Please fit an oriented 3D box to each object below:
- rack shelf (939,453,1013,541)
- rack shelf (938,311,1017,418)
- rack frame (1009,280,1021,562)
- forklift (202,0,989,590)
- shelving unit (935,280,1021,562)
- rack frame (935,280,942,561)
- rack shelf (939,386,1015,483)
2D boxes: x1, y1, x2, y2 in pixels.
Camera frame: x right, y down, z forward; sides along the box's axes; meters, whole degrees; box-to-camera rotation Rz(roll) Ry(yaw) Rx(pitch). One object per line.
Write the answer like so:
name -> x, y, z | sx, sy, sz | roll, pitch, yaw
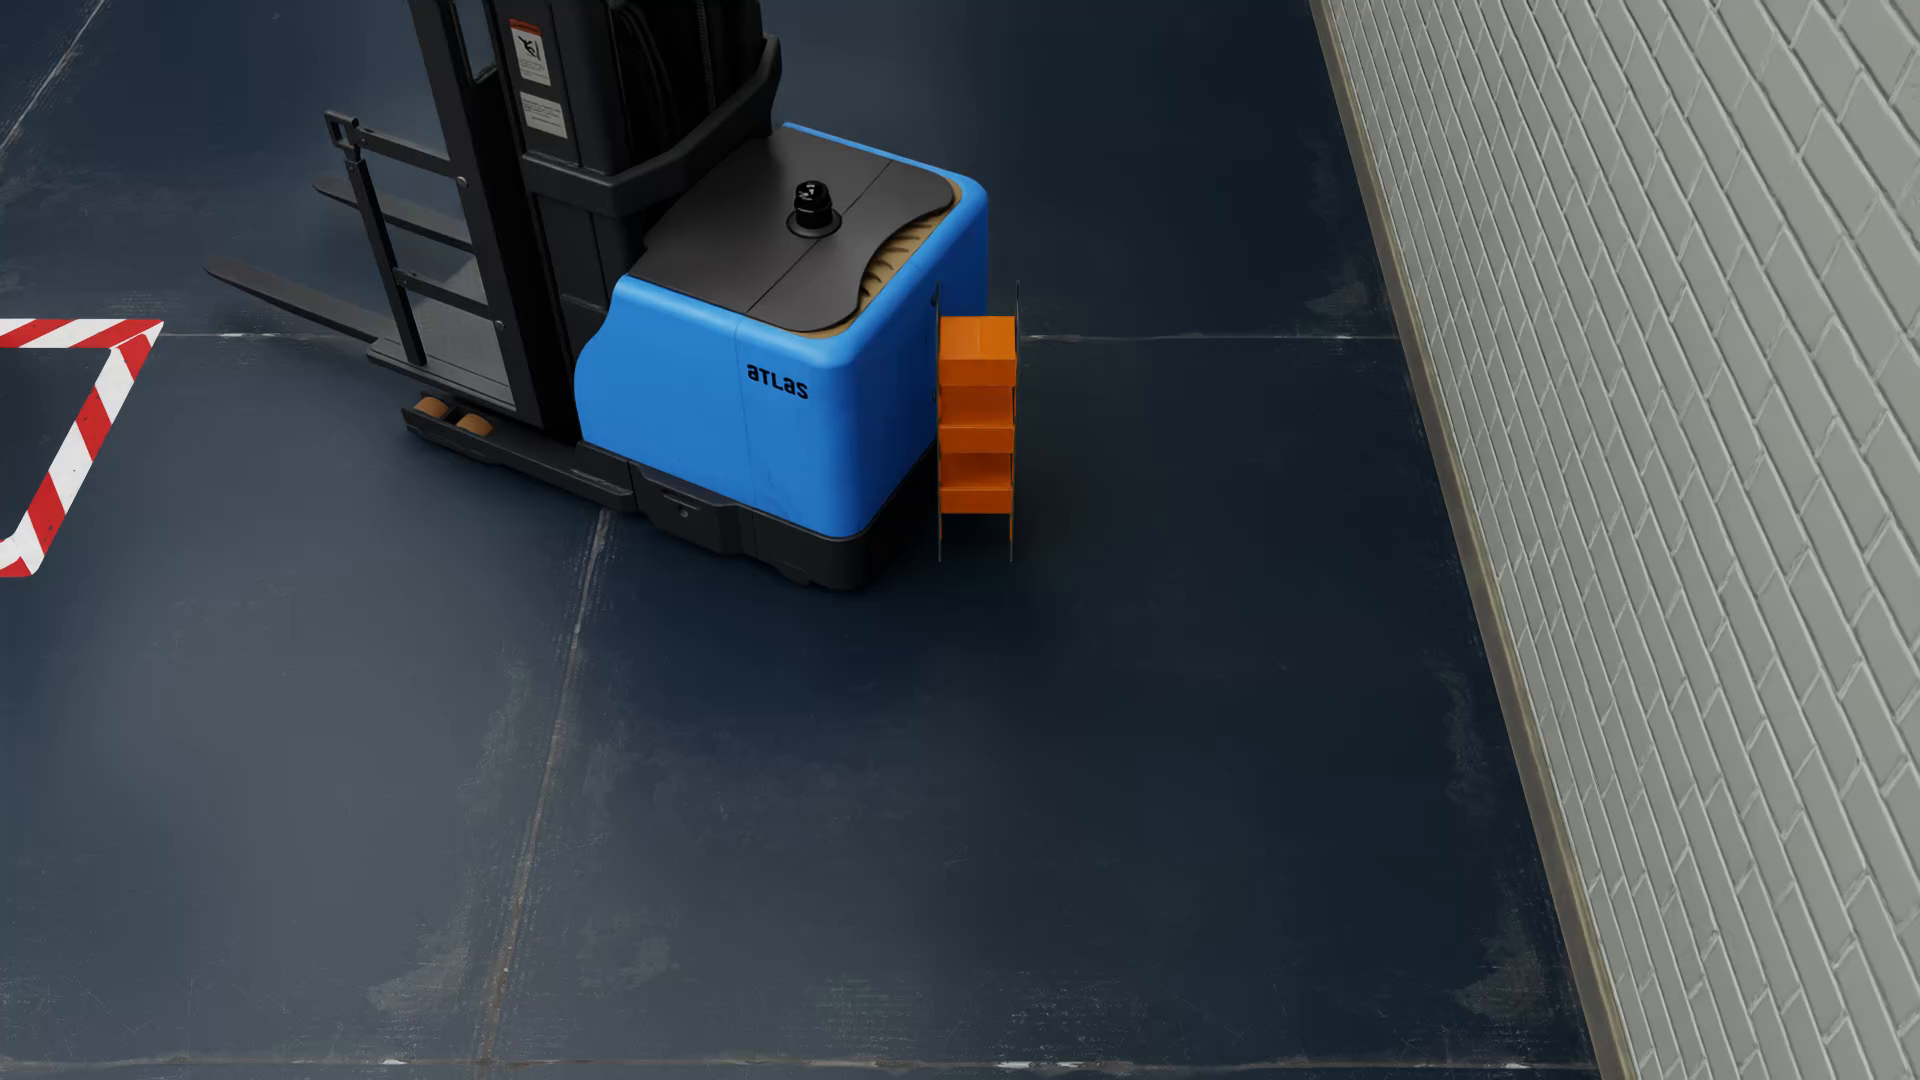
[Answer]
rack shelf -> 0.054, -0.161, 5.577 | 0.240, 0.259, 0.215 | 0, 47, 0
rack shelf -> 0.054, -0.544, 5.166 | 0.240, 0.259, 0.215 | 0, 47, 0
rack frame -> 0.176, -0.357, 5.365 | 0.008, 1.050, 0.200 | 0, 47, 0
forklift -> -1.440, -1.610, 5.246 | 3.031, 2.935, 1.130 | 21, 50, 18
shelving unit -> 0.054, -0.358, 5.366 | 0.252, 1.050, 0.215 | 0, 47, 0
rack frame -> -0.068, -0.358, 5.366 | 0.008, 1.050, 0.200 | 0, 47, 0
rack shelf -> 0.054, -0.350, 5.373 | 0.240, 0.259, 0.215 | 0, 47, 0
